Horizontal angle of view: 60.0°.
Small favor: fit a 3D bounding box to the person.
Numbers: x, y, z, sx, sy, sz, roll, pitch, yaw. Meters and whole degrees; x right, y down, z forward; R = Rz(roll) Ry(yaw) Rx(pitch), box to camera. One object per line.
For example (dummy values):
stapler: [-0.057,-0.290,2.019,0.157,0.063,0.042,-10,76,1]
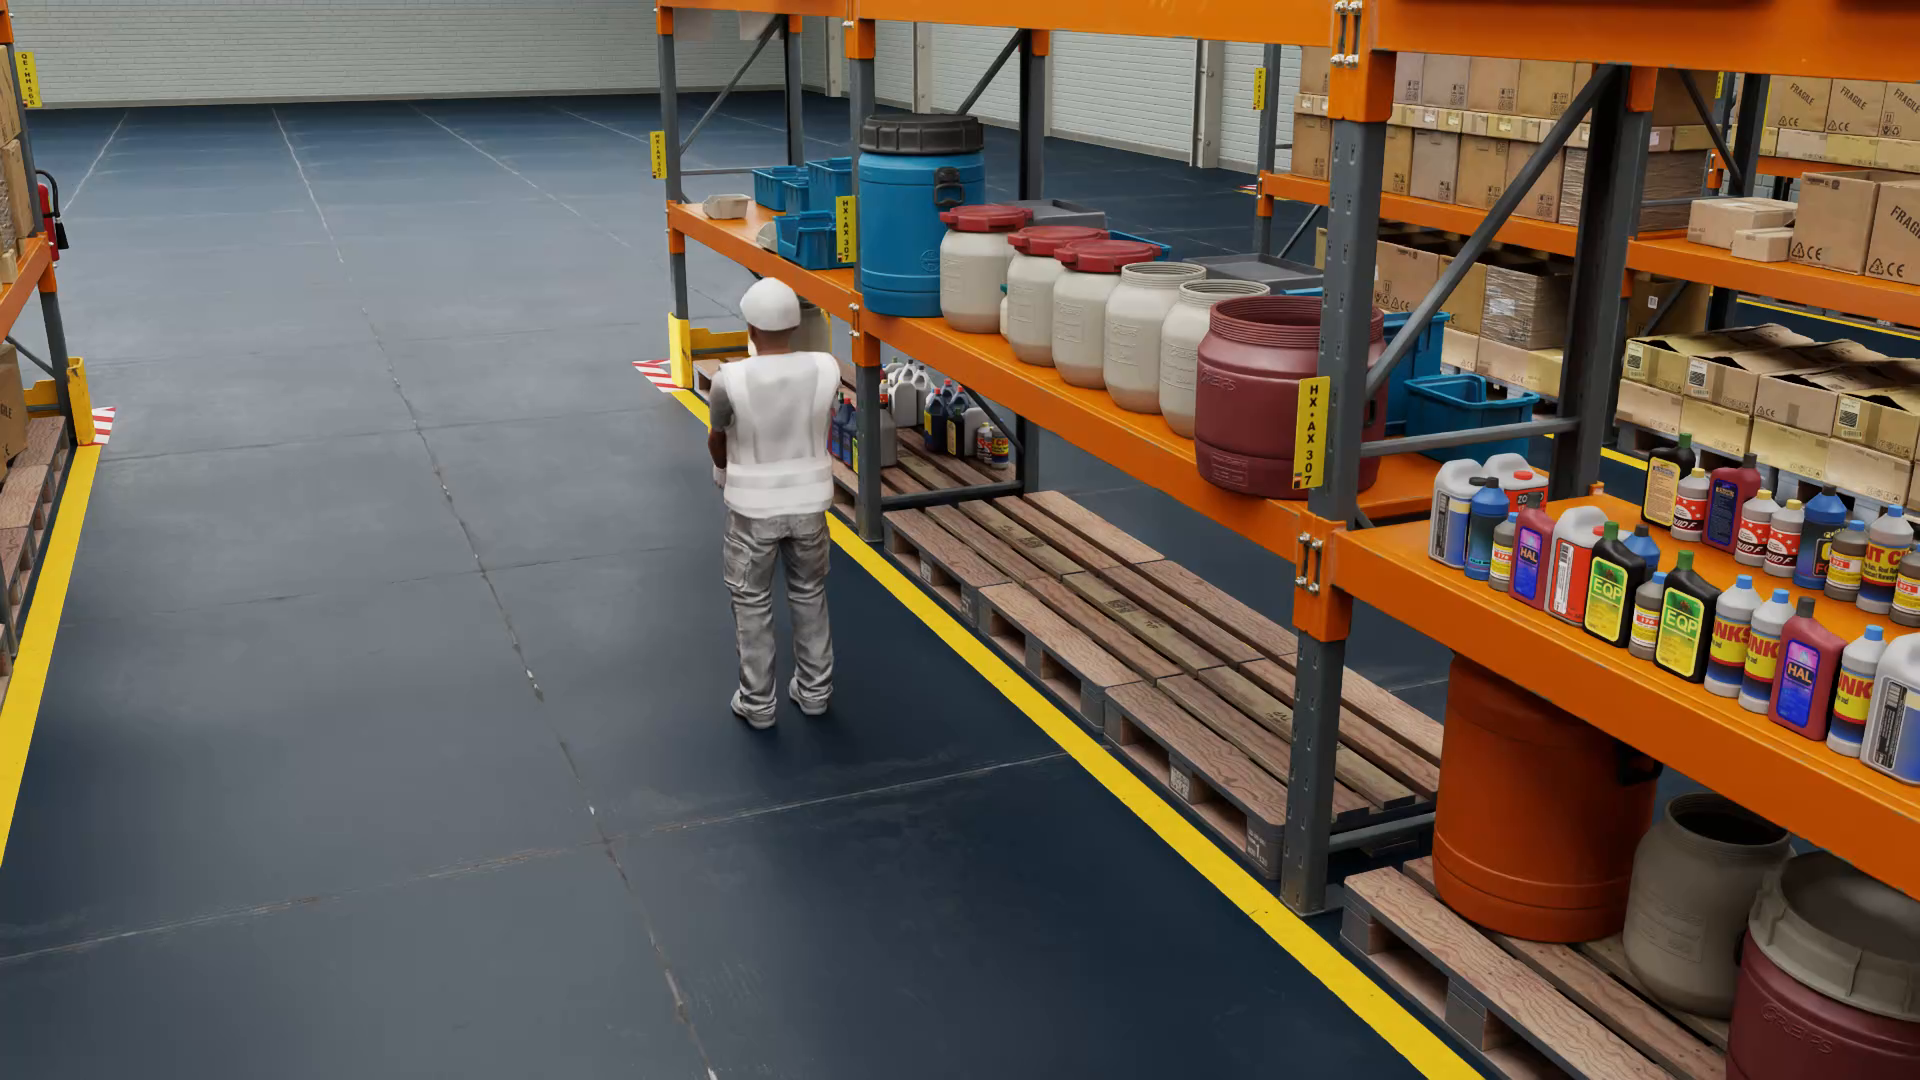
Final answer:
person: [-0.749,-0.161,6.511,0.494,1.782,0.579,-8,20,-22]
